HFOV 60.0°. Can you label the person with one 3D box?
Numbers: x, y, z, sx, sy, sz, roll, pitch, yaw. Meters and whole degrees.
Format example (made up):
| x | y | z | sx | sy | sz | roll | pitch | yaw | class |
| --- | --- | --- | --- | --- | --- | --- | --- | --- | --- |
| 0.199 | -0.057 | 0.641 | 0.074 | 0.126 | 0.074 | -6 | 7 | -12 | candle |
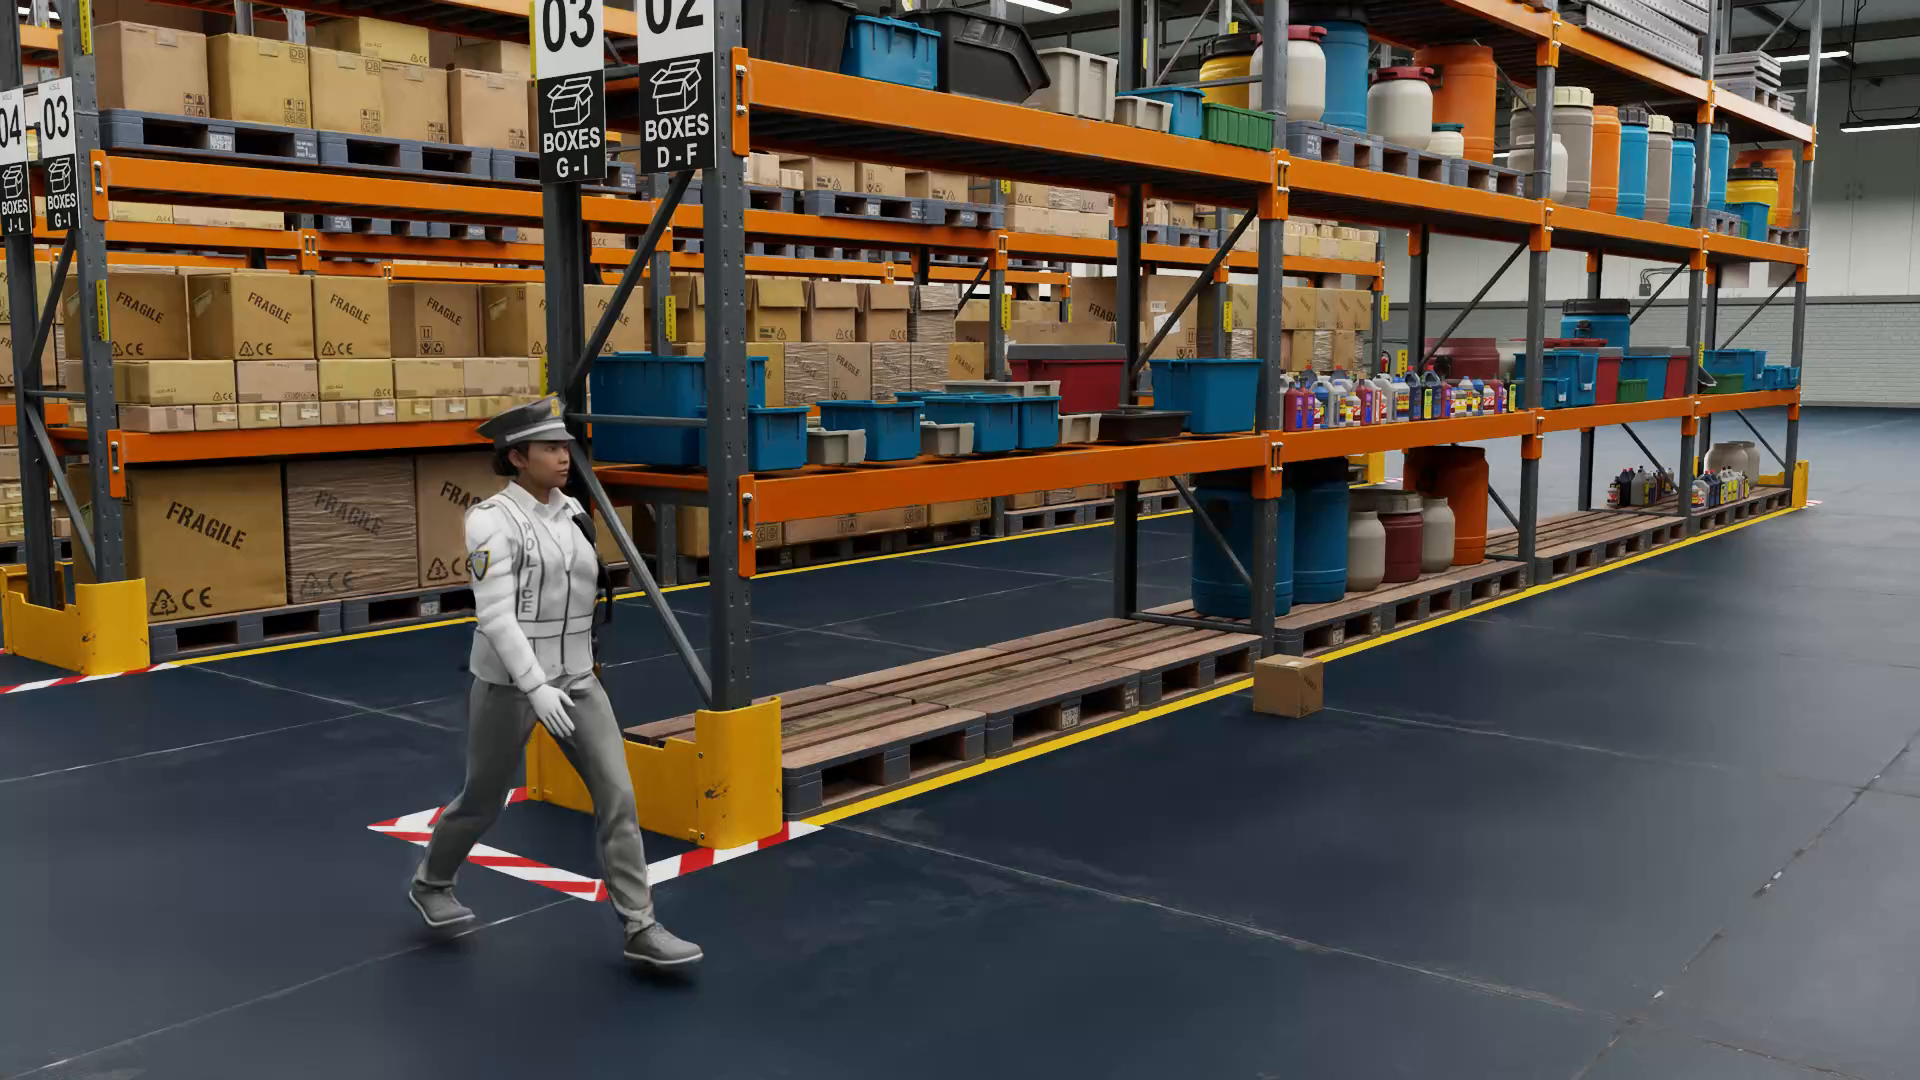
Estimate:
| x | y | z | sx | sy | sz | roll | pitch | yaw | class |
| --- | --- | --- | --- | --- | --- | --- | --- | --- | --- |
| -1.201 | 0.394 | 4.819 | 1.044 | 1.622 | 0.497 | 5 | 8 | 36 | person |
